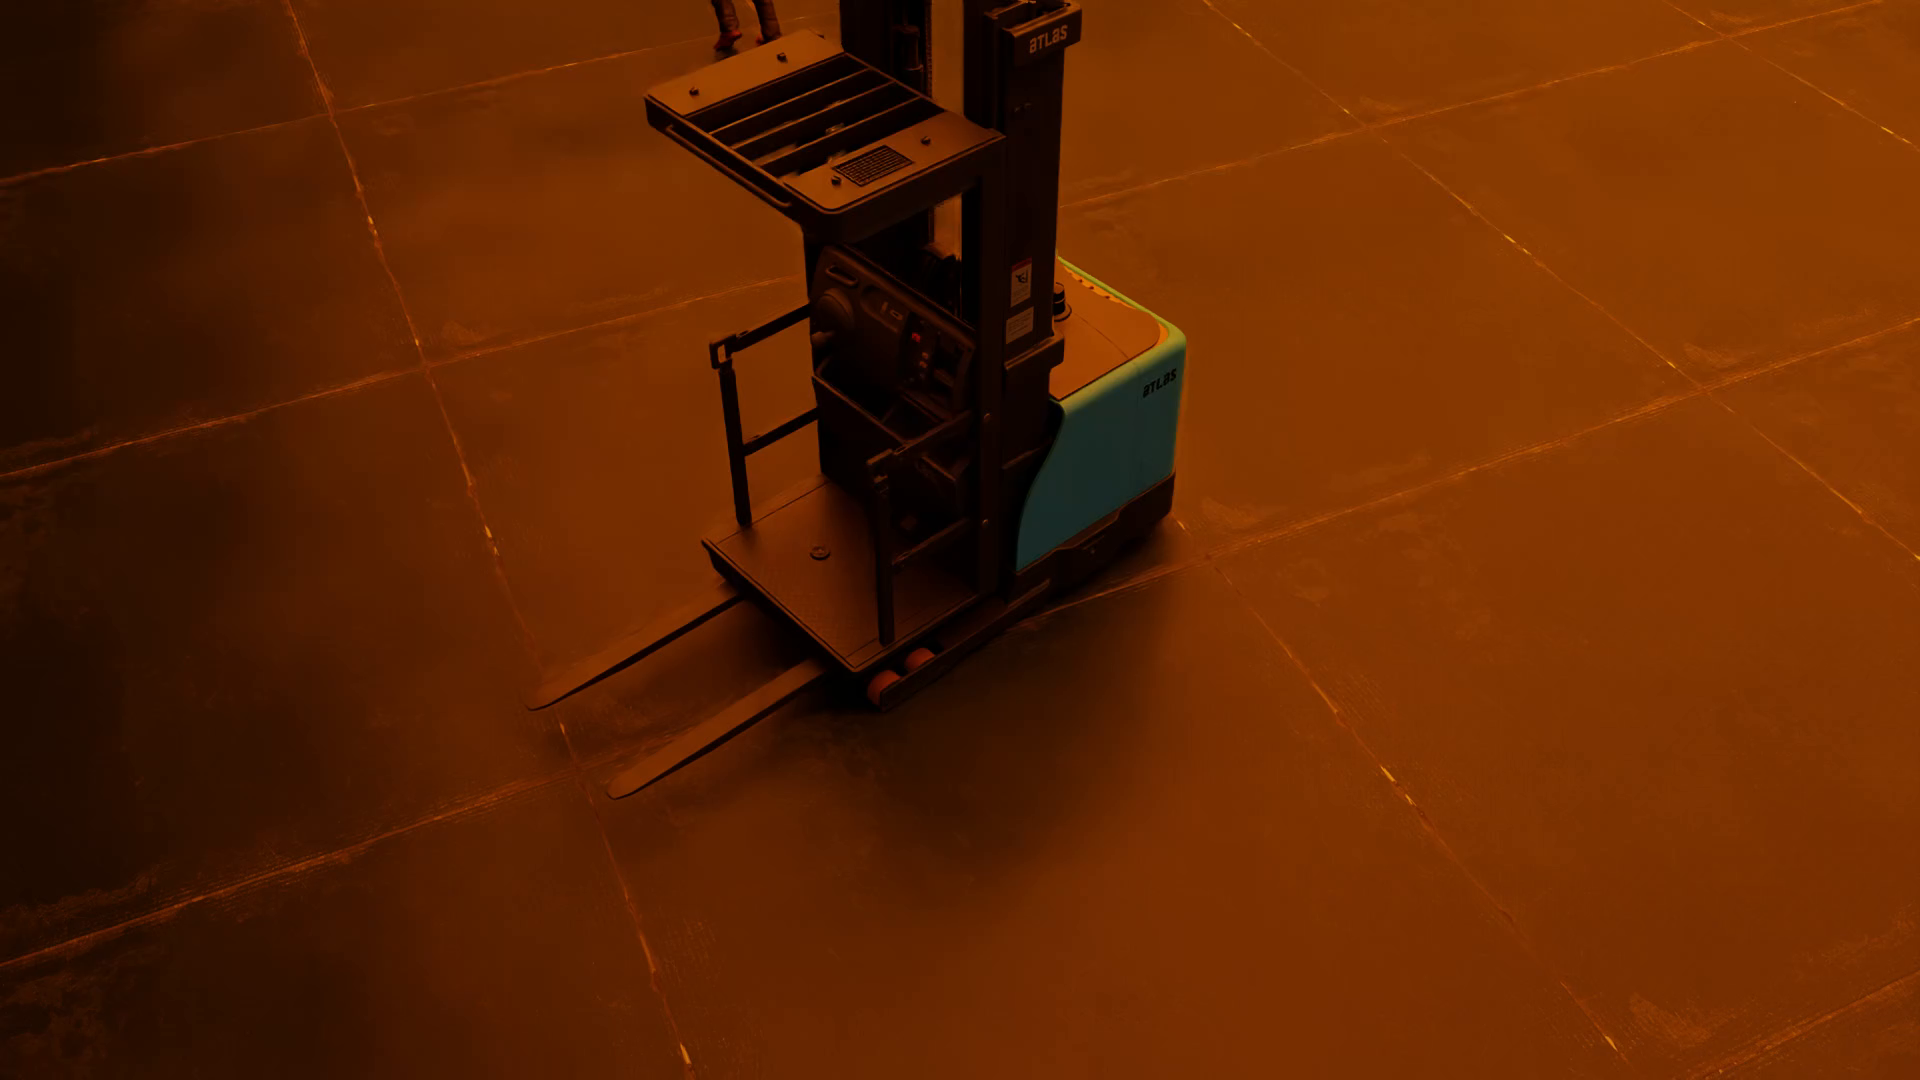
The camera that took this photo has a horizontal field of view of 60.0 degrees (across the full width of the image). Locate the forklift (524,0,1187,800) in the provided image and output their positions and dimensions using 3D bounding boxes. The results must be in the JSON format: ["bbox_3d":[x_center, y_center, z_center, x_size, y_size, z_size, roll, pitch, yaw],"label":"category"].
[{"bbox_3d":[-0.432,-0.761,6.495,3.031,2.935,1.130,-31,51,-29],"label":"forklift"}]

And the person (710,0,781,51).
[{"bbox_3d":[-1.410,-3.946,10.935,0.615,1.631,0.709,-32,52,-30],"label":"person"}]
